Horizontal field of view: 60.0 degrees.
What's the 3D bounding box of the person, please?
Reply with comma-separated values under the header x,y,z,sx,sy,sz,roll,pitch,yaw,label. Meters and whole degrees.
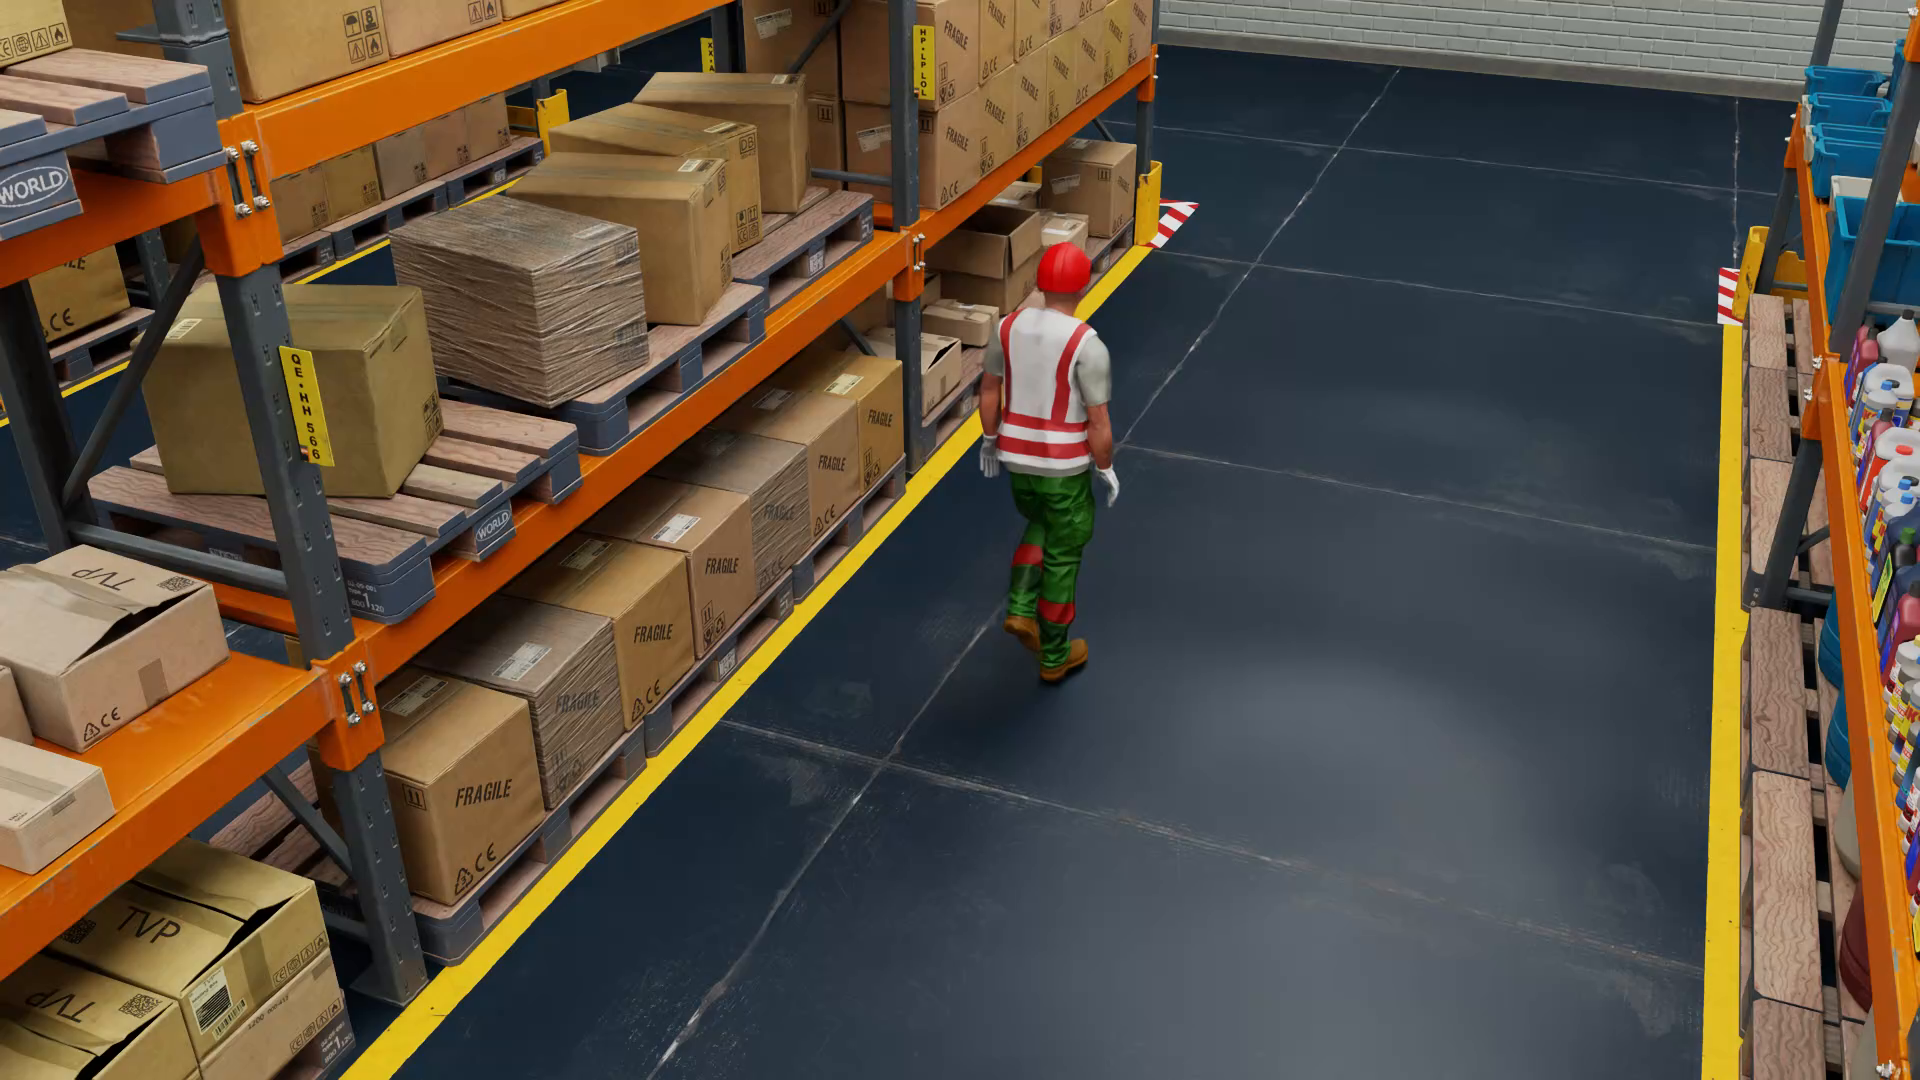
x,y,z,sx,sy,sz,roll,pitch,yaw,label
0.327,-0.315,6.634,0.611,1.763,0.505,20,35,31,person
